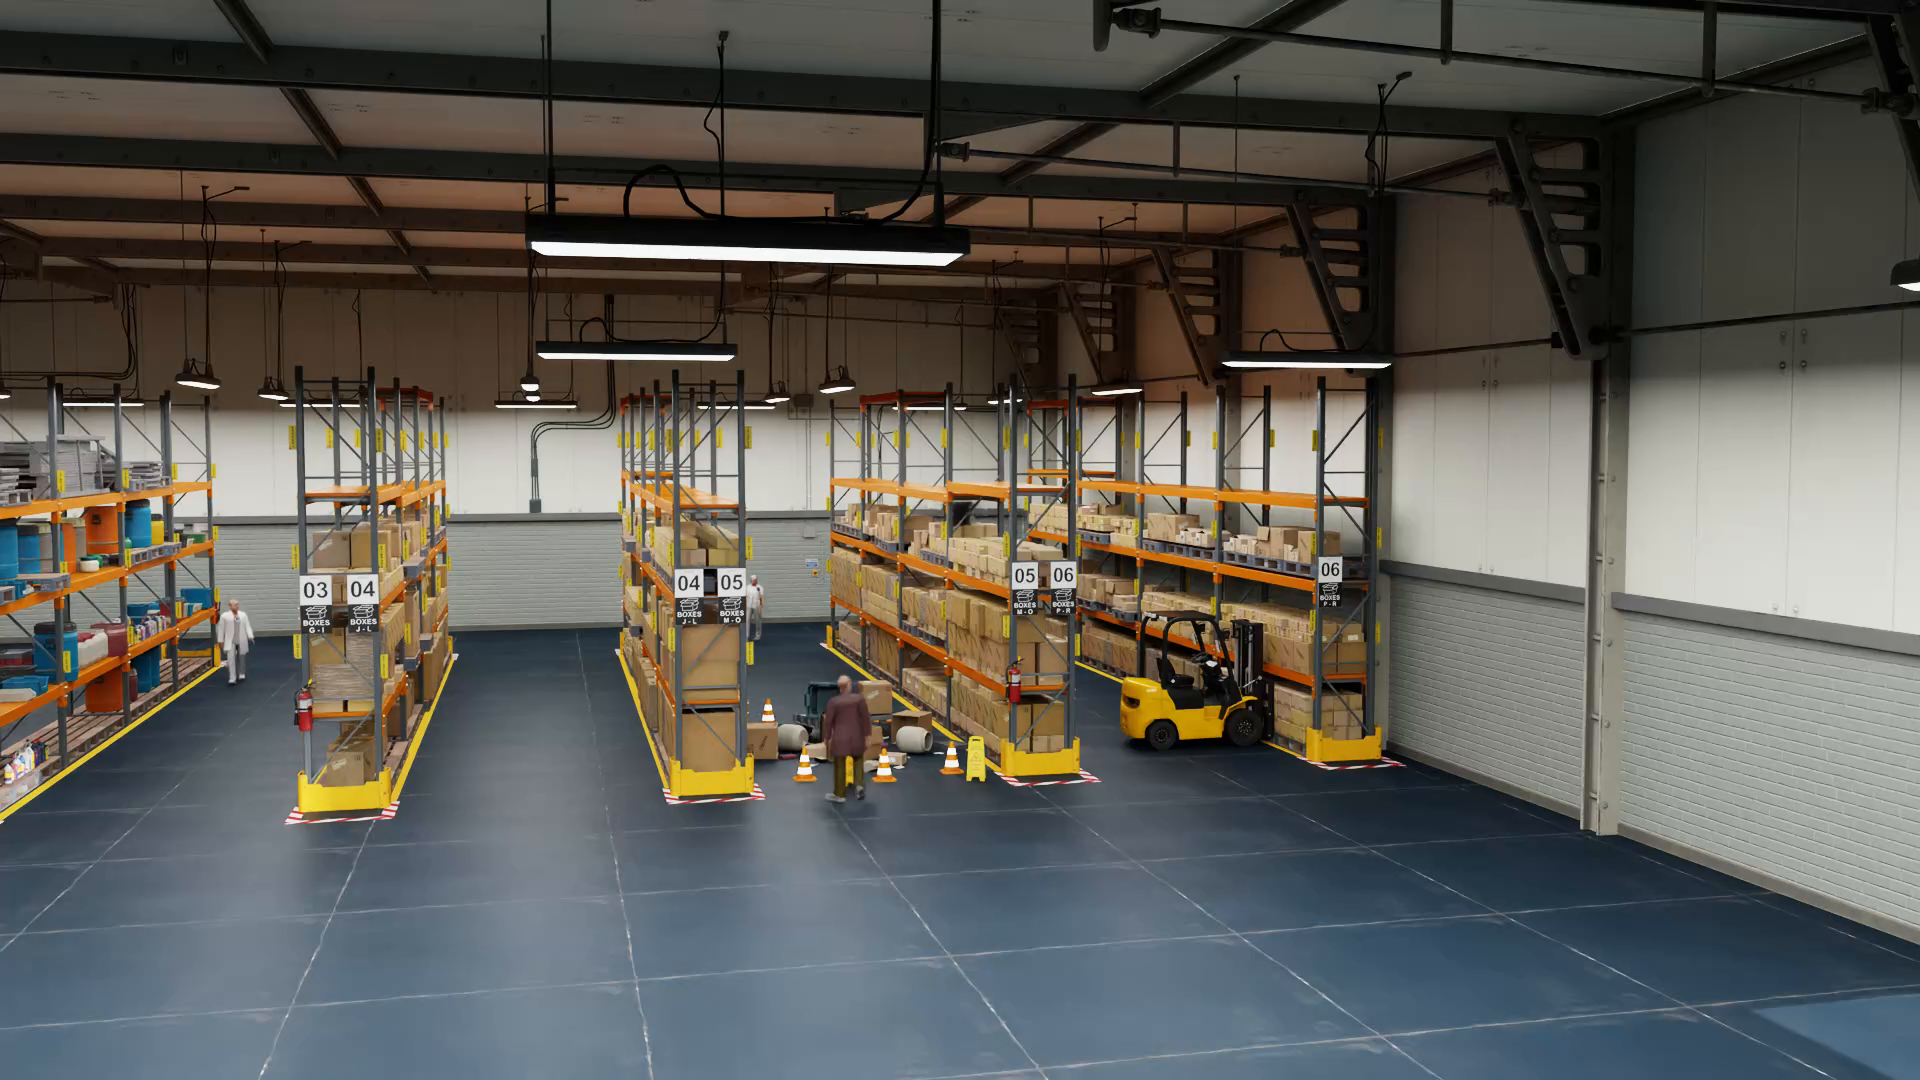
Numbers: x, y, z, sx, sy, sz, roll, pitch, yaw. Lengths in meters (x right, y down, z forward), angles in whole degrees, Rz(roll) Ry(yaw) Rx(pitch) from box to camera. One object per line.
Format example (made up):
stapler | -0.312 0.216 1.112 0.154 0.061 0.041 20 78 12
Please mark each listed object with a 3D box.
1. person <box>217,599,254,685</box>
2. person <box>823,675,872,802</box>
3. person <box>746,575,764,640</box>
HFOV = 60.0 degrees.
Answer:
person | -14.913 2.190 34.244 0.702 1.537 1.114 -2 4 -24
person | -1.552 2.740 23.008 0.652 1.773 0.584 -1 4 -20
person | -5.182 1.691 41.437 0.549 1.644 0.749 1 4 14
